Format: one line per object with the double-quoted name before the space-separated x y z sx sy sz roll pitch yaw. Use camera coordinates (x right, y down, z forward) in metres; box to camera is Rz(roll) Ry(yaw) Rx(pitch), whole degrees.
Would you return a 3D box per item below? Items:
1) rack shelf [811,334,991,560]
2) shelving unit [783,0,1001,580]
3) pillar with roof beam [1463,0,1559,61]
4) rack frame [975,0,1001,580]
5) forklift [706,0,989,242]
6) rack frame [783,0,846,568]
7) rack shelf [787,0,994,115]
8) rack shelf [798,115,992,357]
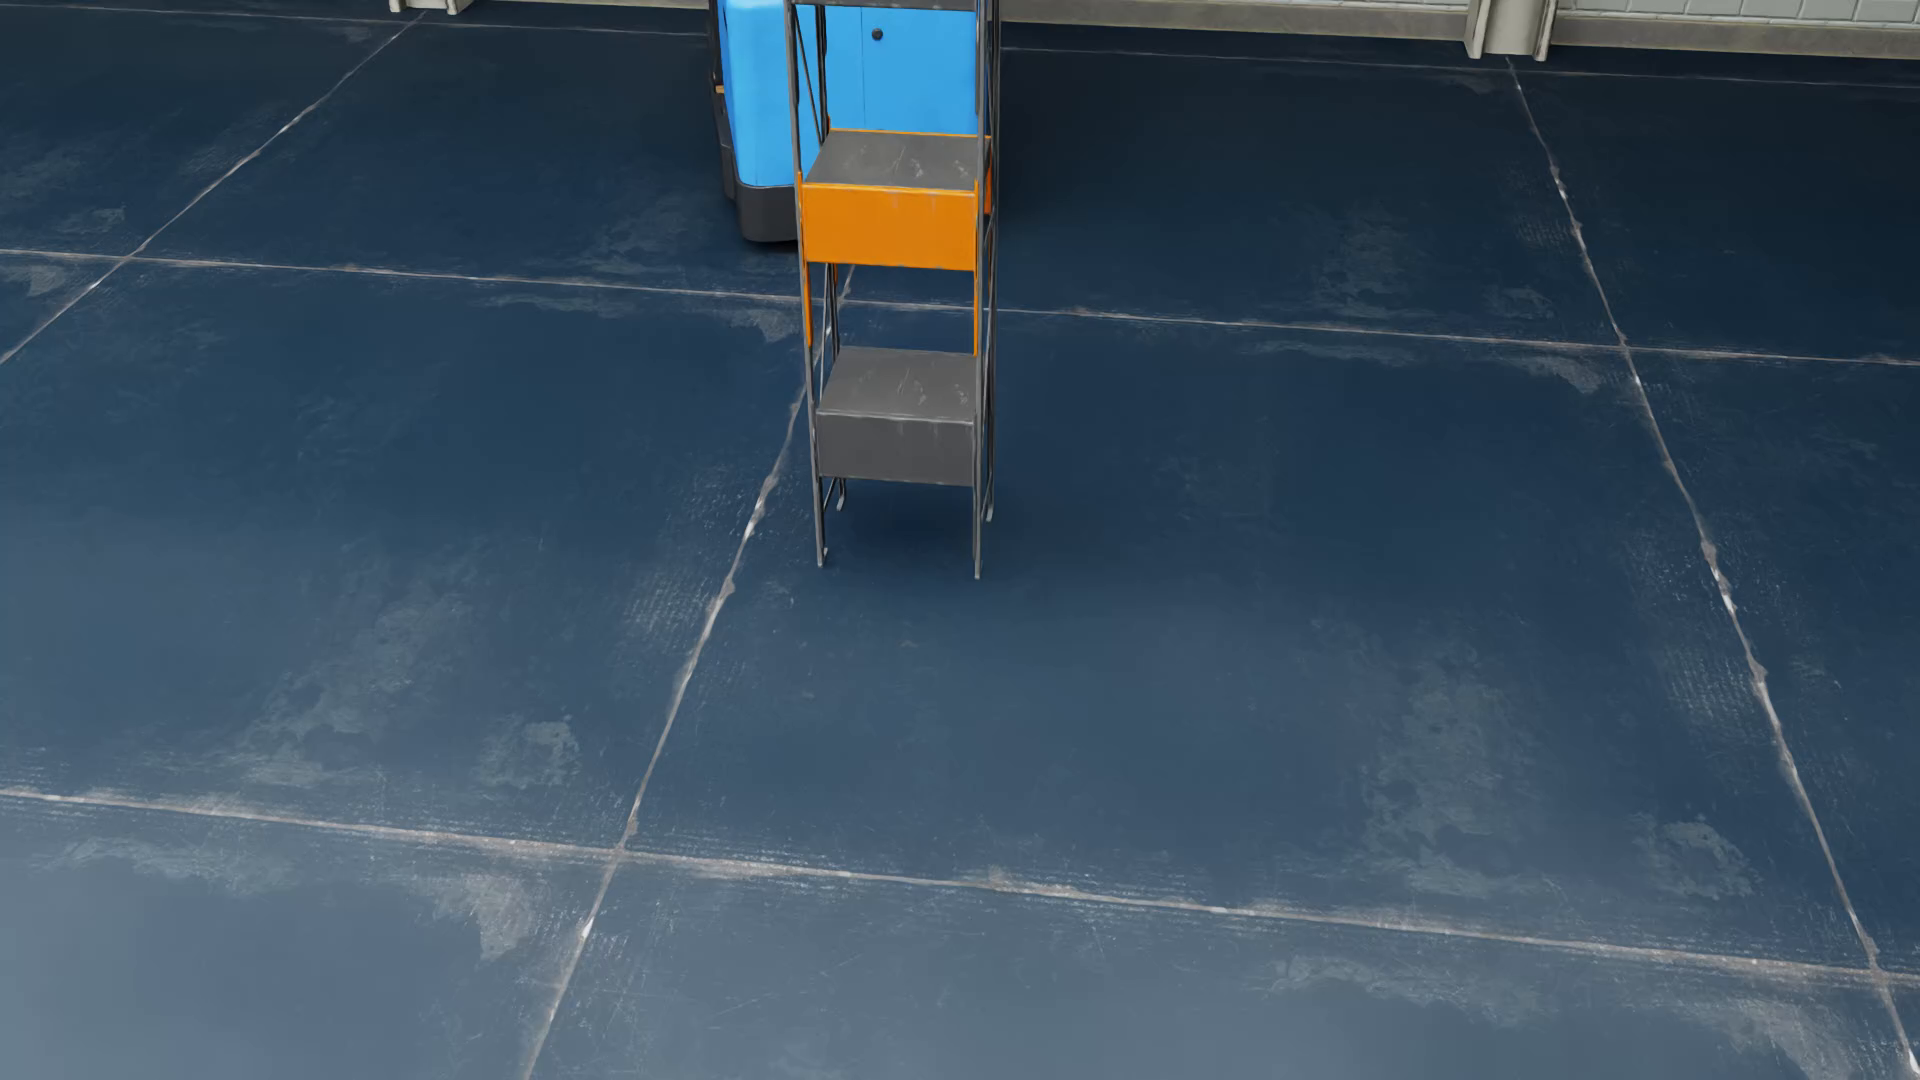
"rack shelf" -0.164 -0.286 5.072 0.480 0.518 0.431 4 36 6
"shelving unit" -0.164 -0.867 4.657 0.503 2.100 0.431 4 36 6
"pillar with roof beam" 2.377 -3.819 2.854 0.400 9.000 9.100 4 36 6
"rack frame" 0.078 -0.849 4.632 0.015 2.100 0.400 4 36 6
"forklift" -0.645 -3.269 7.307 1.130 2.935 3.031 -6 36 -8
"rack frame" -0.406 -0.885 4.683 0.015 2.100 0.400 4 36 6
"rack shelf" -0.164 -1.426 4.258 0.480 0.518 0.431 4 36 6
"rack shelf" -0.164 -0.856 4.665 0.480 0.518 0.431 4 36 6
